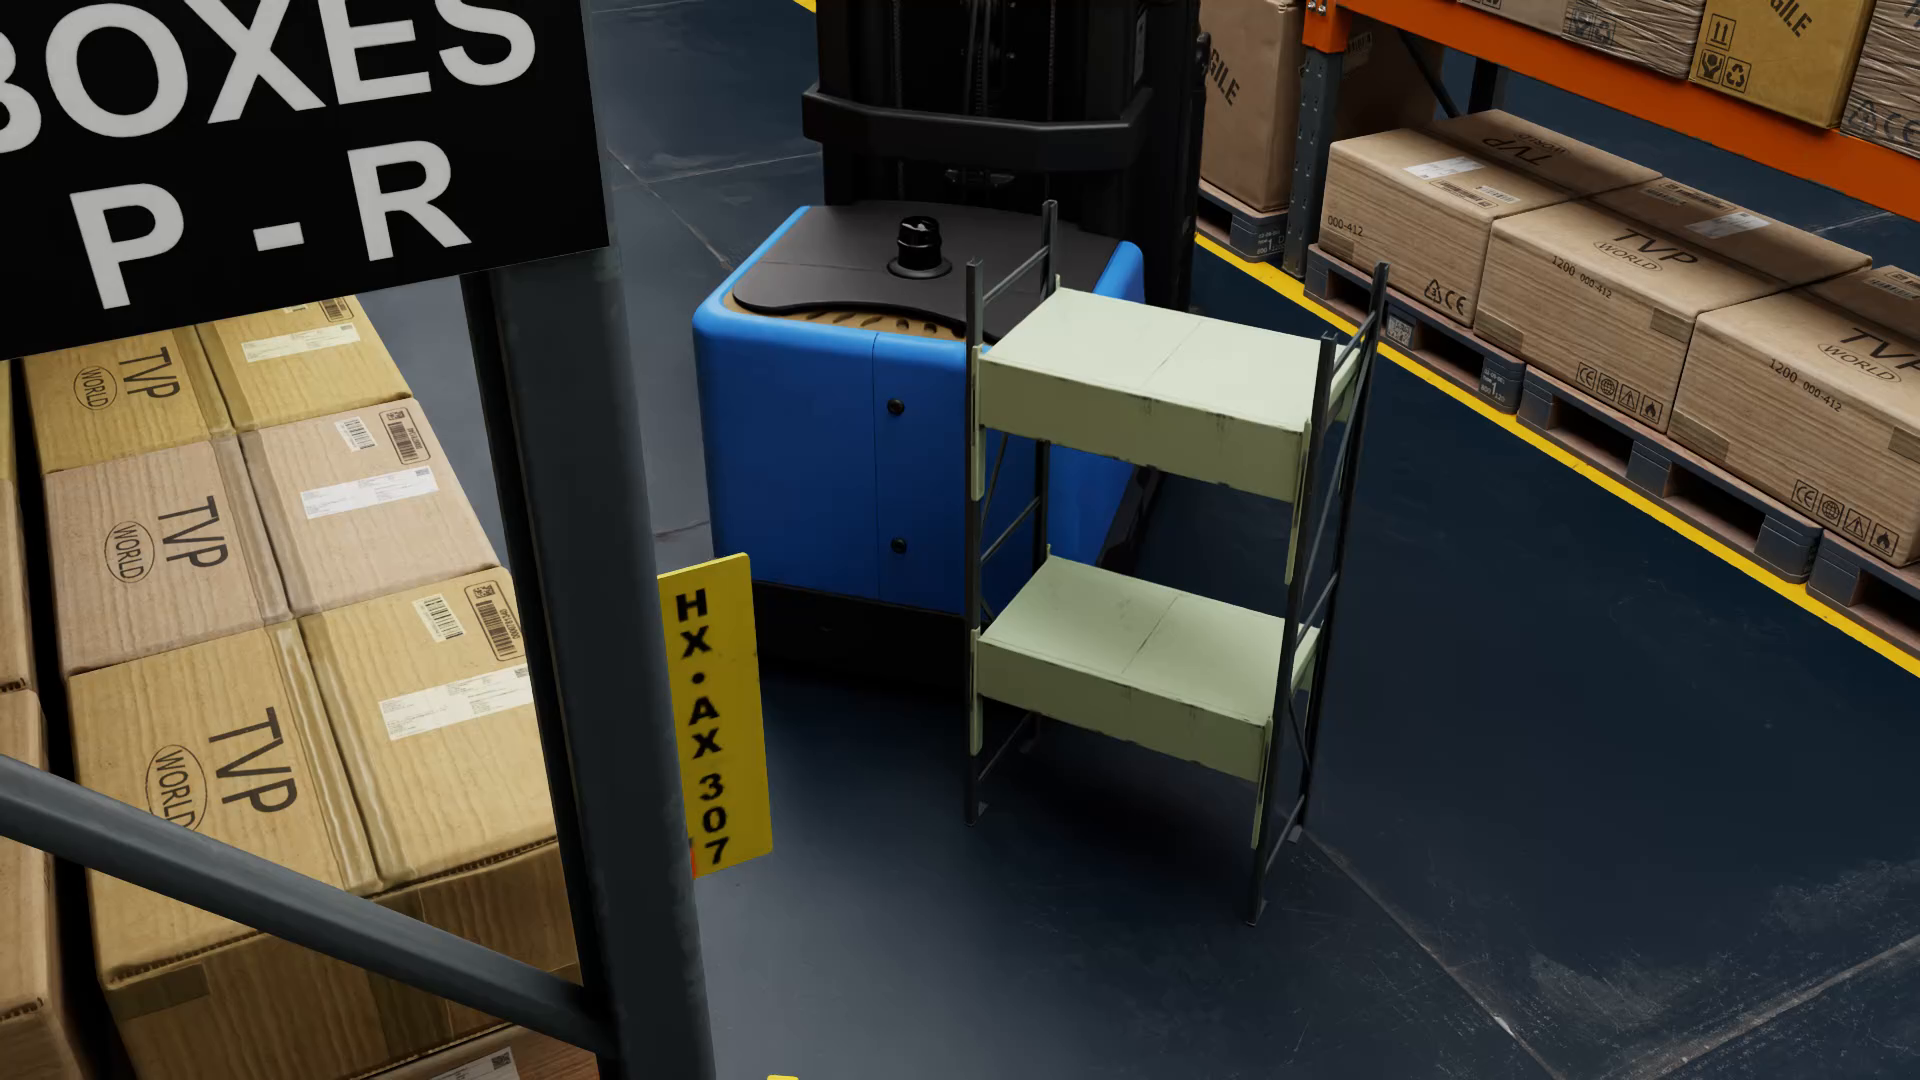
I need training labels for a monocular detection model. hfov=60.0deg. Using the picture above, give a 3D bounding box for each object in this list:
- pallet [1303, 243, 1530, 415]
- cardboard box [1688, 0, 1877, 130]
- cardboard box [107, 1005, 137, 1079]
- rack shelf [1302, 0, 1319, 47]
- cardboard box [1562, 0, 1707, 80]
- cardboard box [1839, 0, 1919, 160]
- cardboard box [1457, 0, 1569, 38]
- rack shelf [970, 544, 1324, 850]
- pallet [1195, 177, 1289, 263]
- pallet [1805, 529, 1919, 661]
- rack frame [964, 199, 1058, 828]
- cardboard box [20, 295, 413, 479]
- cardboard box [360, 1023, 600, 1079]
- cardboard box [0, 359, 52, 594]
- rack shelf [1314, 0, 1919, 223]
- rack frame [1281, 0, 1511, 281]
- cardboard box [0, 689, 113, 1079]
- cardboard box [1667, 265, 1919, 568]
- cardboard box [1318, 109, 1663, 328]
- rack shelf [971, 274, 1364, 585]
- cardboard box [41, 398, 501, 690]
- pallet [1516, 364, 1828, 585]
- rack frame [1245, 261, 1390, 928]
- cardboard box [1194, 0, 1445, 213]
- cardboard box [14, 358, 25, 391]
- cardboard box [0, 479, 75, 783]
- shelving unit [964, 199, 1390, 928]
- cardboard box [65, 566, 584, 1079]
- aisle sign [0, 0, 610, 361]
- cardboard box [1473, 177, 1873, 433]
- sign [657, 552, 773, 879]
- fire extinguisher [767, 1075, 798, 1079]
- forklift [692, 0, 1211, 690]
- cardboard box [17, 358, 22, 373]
[{"bbox_3d":[2.114,-0.942,6.524,1.003,0.211,1.213,-16,36,-23],"label":"pallet"},{"bbox_3d":[2.513,-1.525,4.757,0.500,0.500,0.500,-15,35,-22],"label":"cardboard box"},{"bbox_3d":[-1.152,0.539,1.860,0.380,0.149,0.250,-15,35,-22],"label":"cardboard box"},{"bbox_3d":[0.896,-3.150,8.053,1.077,0.370,4.000,-16,36,-23],"label":"rack shelf"},{"bbox_3d":[2.273,-1.771,5.140,0.500,0.500,0.500,-16,36,-23],"label":"cardboard box"},{"bbox_3d":[2.765,-1.281,4.377,0.500,0.500,0.500,-15,36,-22],"label":"cardboard box"},{"bbox_3d":[2.046,-2.009,5.513,0.500,0.500,0.500,-16,36,-23],"label":"cardboard box"},{"bbox_3d":[0.438,0.351,3.916,0.720,0.370,0.431,16,36,23],"label":"rack shelf"},{"bbox_3d":[1.402,-1.674,7.666,1.003,0.211,1.213,-16,36,-23],"label":"pallet"},{"bbox_3d":[3.251,0.223,4.707,1.003,0.211,1.213,-16,36,-23],"label":"pallet"},{"bbox_3d":[0.112,-0.014,3.881,0.023,1.500,0.400,16,36,23],"label":"rack frame"},{"bbox_3d":[-1.144,-0.167,2.594,0.500,0.250,0.500,-17,36,-24],"label":"cardboard box"},{"bbox_3d":[-0.607,0.541,1.858,0.380,0.149,0.250,-16,36,-23],"label":"cardboard box"},{"bbox_3d":[-1.611,-0.038,2.392,0.500,0.250,0.500,-15,35,-22],"label":"cardboard box"},{"bbox_3d":[2.761,-1.241,5.073,1.077,0.370,4.000,-16,36,-23],"label":"rack shelf"},{"bbox_3d":[1.828,-2.498,6.369,1.000,3.000,0.127,-16,36,-23],"label":"rack frame"},{"bbox_3d":[-1.145,0.446,1.637,0.500,0.250,0.500,-15,36,-22],"label":"cardboard box"},{"bbox_3d":[2.863,-0.412,5.098,0.875,0.438,0.875,-15,36,-22],"label":"cardboard box"},{"bbox_3d":[2.026,-1.270,6.437,0.875,0.438,0.875,-16,36,-24],"label":"cardboard box"},{"bbox_3d":[0.438,-0.252,3.529,0.720,0.370,0.431,16,36,23],"label":"rack shelf"},{"bbox_3d":[-0.905,0.074,2.217,0.500,0.250,0.500,-15,36,-23],"label":"cardboard box"},{"bbox_3d":[2.686,-0.359,5.614,1.003,0.211,1.213,-16,36,-23],"label":"pallet"},{"bbox_3d":[0.763,0.167,3.598,0.023,1.500,0.400,16,36,23],"label":"rack frame"},{"bbox_3d":[1.468,-2.056,7.259,0.875,0.875,0.875,-15,35,-22],"label":"cardboard box"},{"bbox_3d":[-1.855,-0.288,2.782,0.500,0.250,0.500,-16,36,-23],"label":"cardboard box"},{"bbox_3d":[-1.385,0.200,2.021,0.500,0.250,0.500,-16,36,-23],"label":"cardboard box"},{"bbox_3d":[0.438,0.077,3.740,0.755,1.500,0.431,16,36,23],"label":"shelving unit"},{"bbox_3d":[-0.669,0.314,1.842,0.500,0.250,0.500,-16,36,-23],"label":"cardboard box"},{"bbox_3d":[-0.405,-0.475,0.801,0.394,0.787,0.004,-16,36,-23],"label":"aisle sign"},{"bbox_3d":[2.444,-0.843,5.770,0.875,0.438,0.875,-17,36,-24],"label":"cardboard box"},{"bbox_3d":[-0.216,0.160,1.418,0.100,0.325,0.005,-16,36,-23],"label":"sign"},{"bbox_3d":[-0.219,0.804,1.631,0.296,0.674,0.183,-16,36,-23],"label":"fire extinguisher"},{"bbox_3d":[0.211,-1.588,5.011,1.130,2.935,3.031,9,34,14],"label":"forklift"},{"bbox_3d":[-1.401,-0.406,2.966,0.500,0.250,0.500,-17,36,-24],"label":"cardboard box"}]
